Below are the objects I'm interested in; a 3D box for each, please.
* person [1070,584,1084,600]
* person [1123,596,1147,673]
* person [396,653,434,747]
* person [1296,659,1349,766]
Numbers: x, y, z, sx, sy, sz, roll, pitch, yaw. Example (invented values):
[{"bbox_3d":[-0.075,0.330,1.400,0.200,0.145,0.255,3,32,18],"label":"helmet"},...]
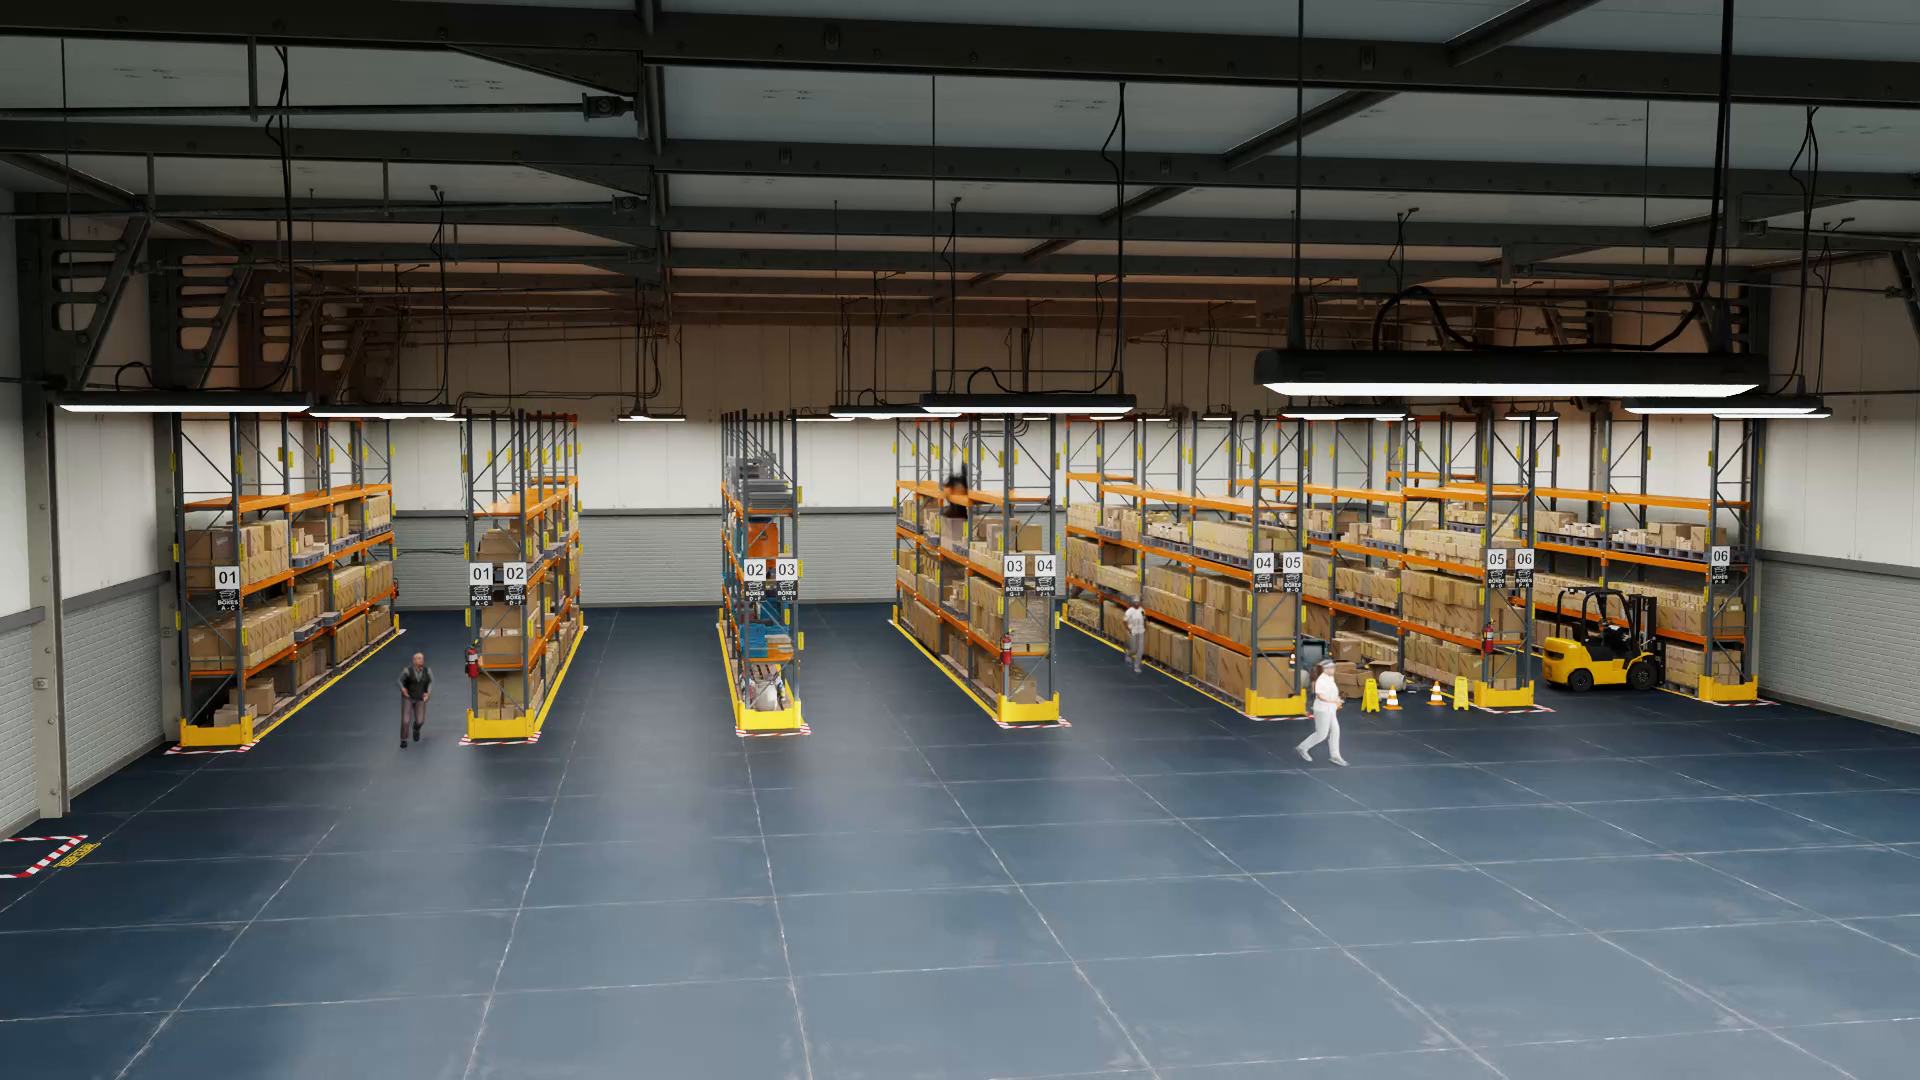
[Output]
[{"bbox_3d":[3.540,1.390,49.795,0.678,1.745,0.744,-1,4,-10],"label":"person"},{"bbox_3d":[3.870,2.053,36.617,0.578,1.681,0.669,-1,4,-14],"label":"person"},{"bbox_3d":[-9.684,2.842,29.608,0.663,1.646,0.559,-2,4,-23],"label":"person"},{"bbox_3d":[6.119,2.887,27.988,0.867,1.806,0.686,2,4,26],"label":"person"}]
